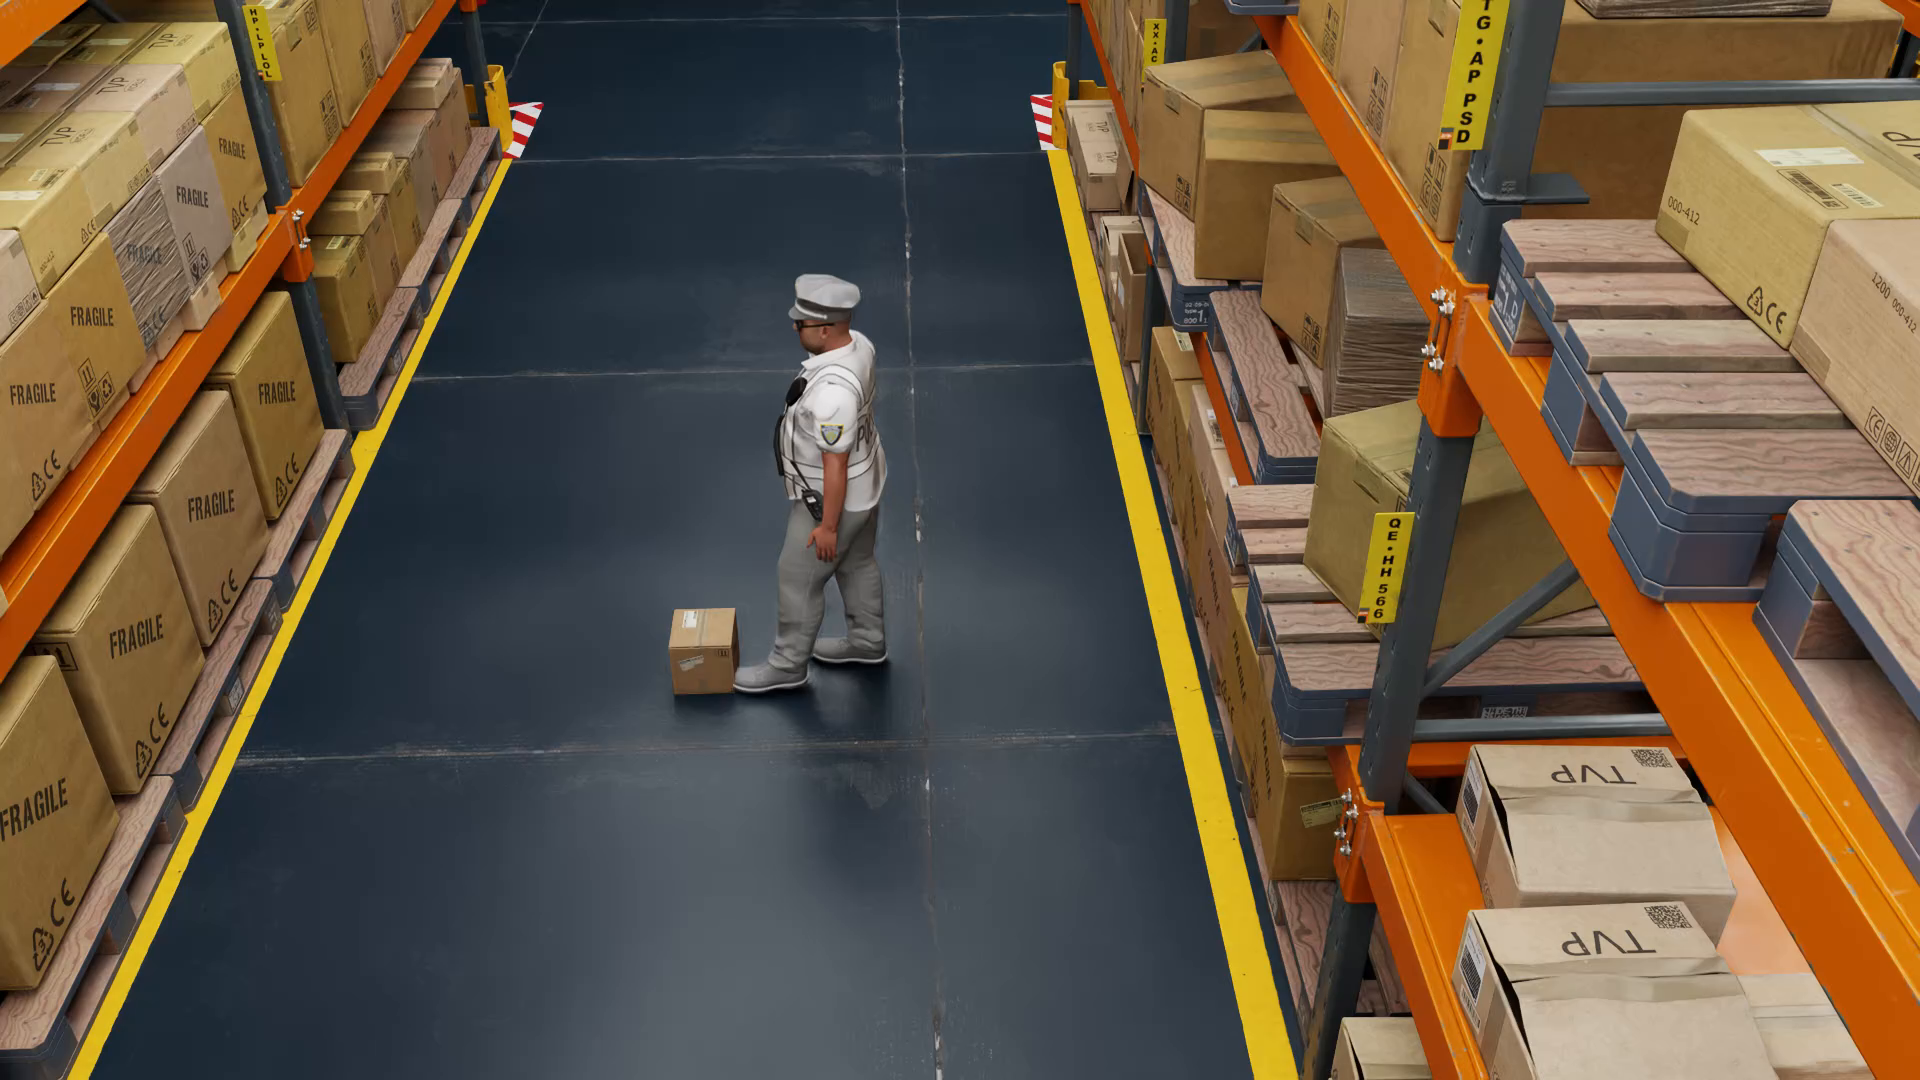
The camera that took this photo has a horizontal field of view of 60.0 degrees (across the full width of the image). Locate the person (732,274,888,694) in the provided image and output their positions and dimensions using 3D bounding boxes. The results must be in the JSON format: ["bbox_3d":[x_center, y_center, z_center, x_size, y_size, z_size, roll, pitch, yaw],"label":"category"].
[{"bbox_3d":[-0.606,-0.205,6.409,0.633,1.751,0.565,5,35,7],"label":"person"}]
